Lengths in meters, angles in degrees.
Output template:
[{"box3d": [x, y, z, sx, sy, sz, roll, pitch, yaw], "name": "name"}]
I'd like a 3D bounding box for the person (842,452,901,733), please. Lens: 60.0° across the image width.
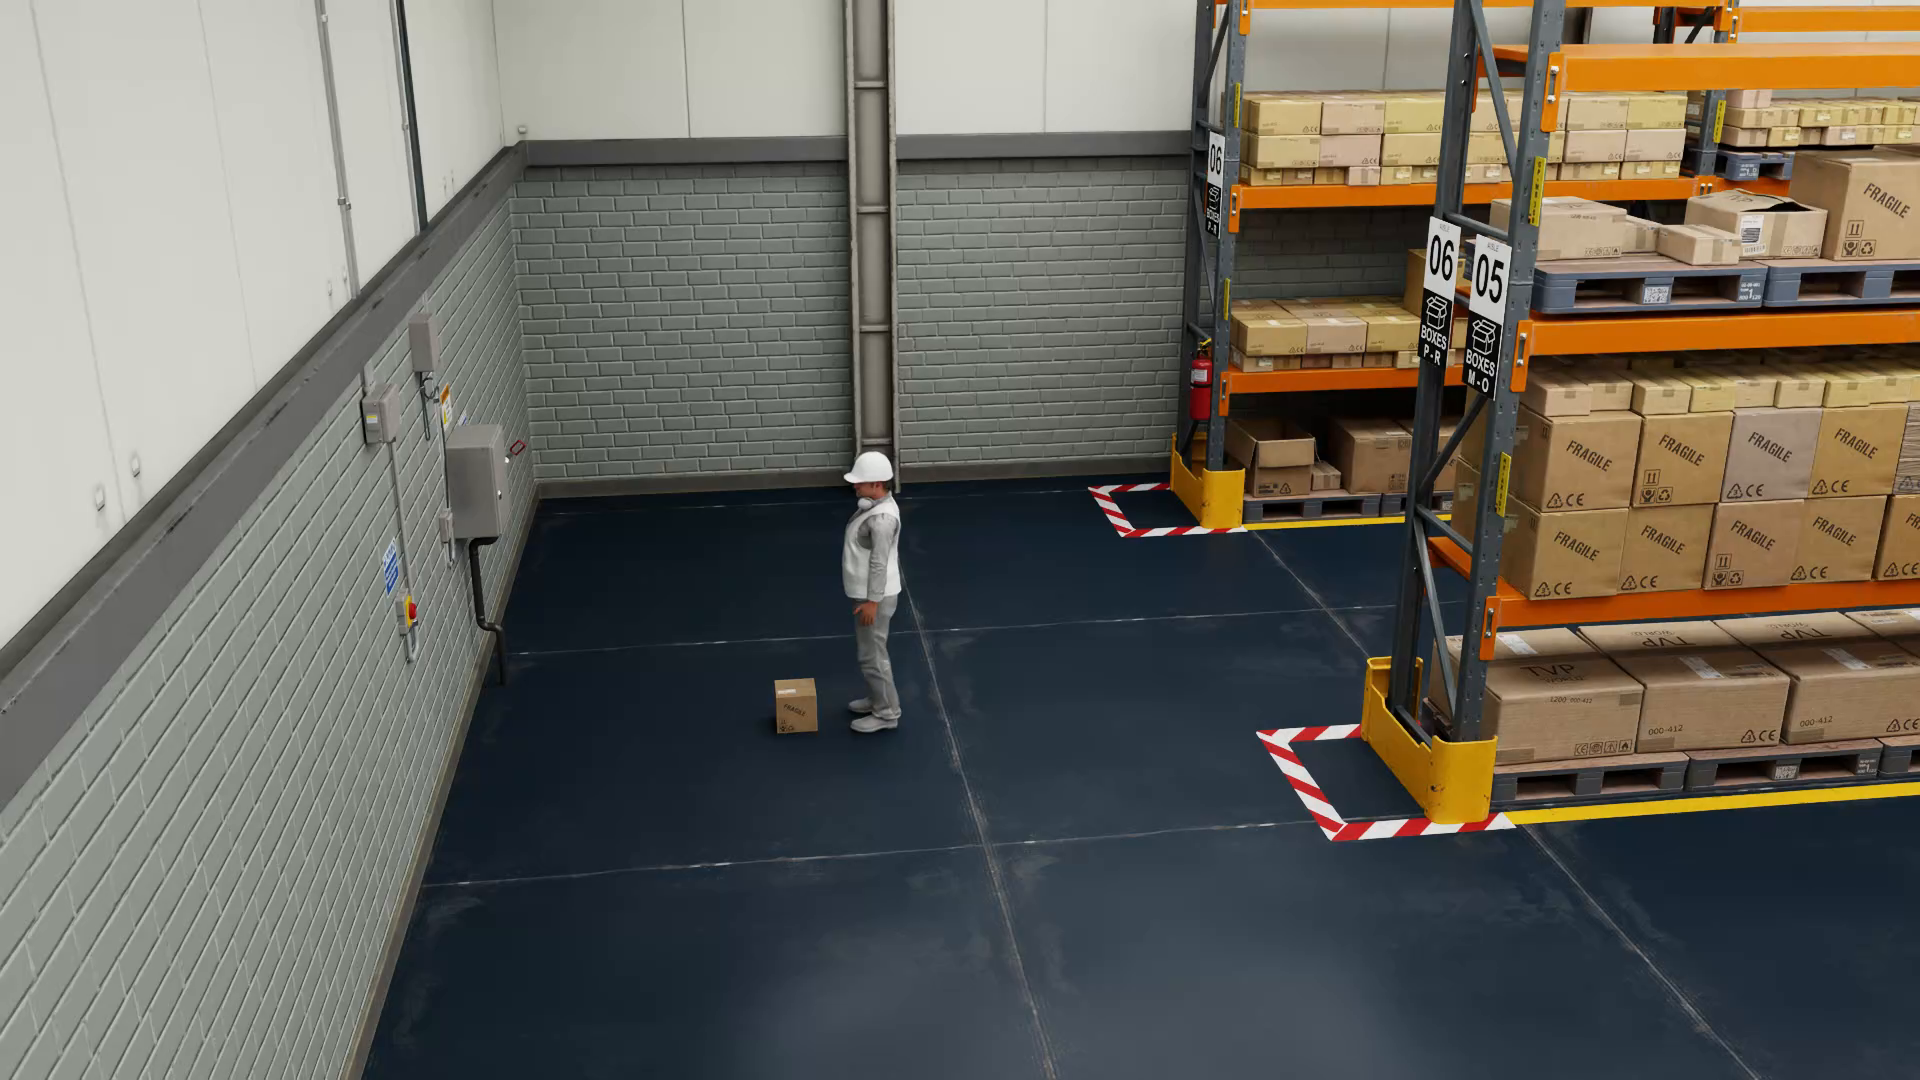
[{"box3d": [-0.538, 0.311, 10.187, 0.360, 1.766, 0.532, -2, 20, -7], "name": "person"}]
